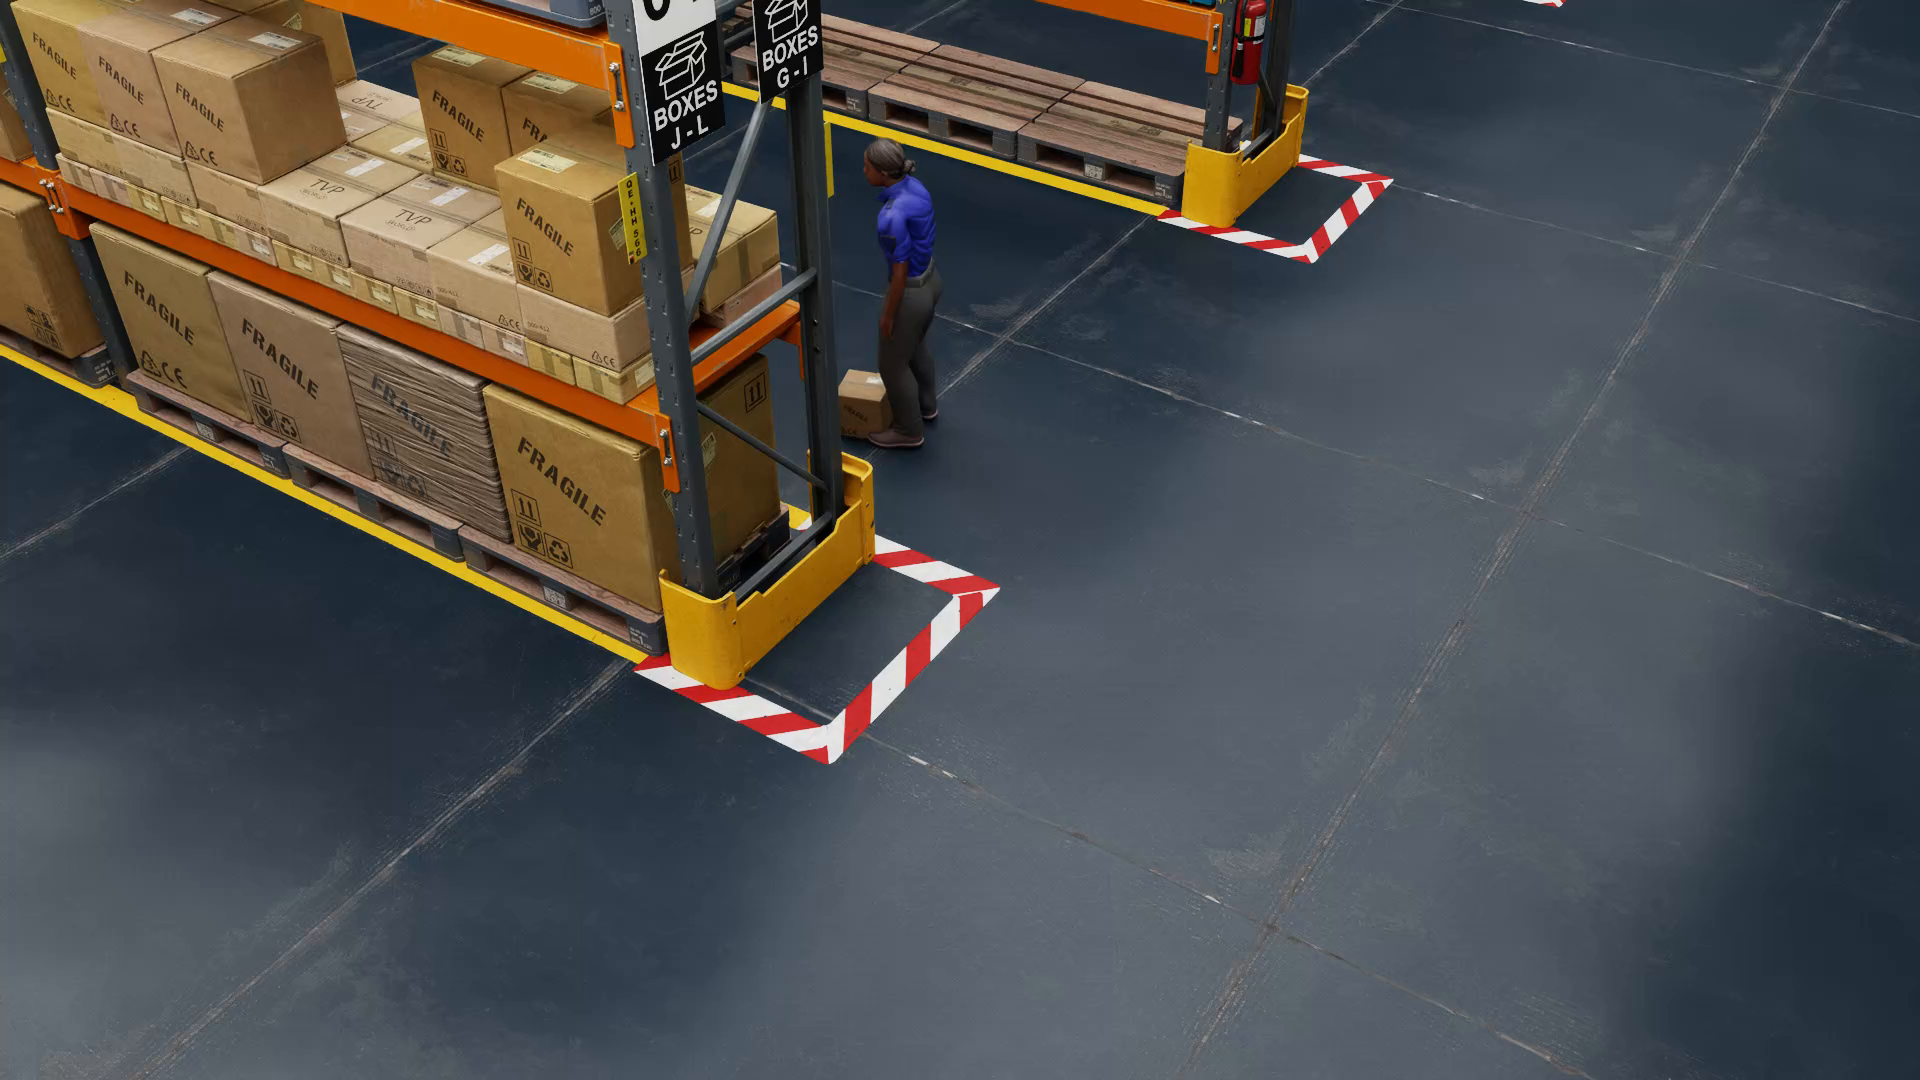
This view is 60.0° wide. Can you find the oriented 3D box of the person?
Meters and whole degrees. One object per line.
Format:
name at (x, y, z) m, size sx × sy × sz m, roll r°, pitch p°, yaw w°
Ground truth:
person at (-0.277, -1.220, 8.210) m, size 0.352 × 1.653 × 0.527 m, roll 10°, pitch 40°, yaw 12°
